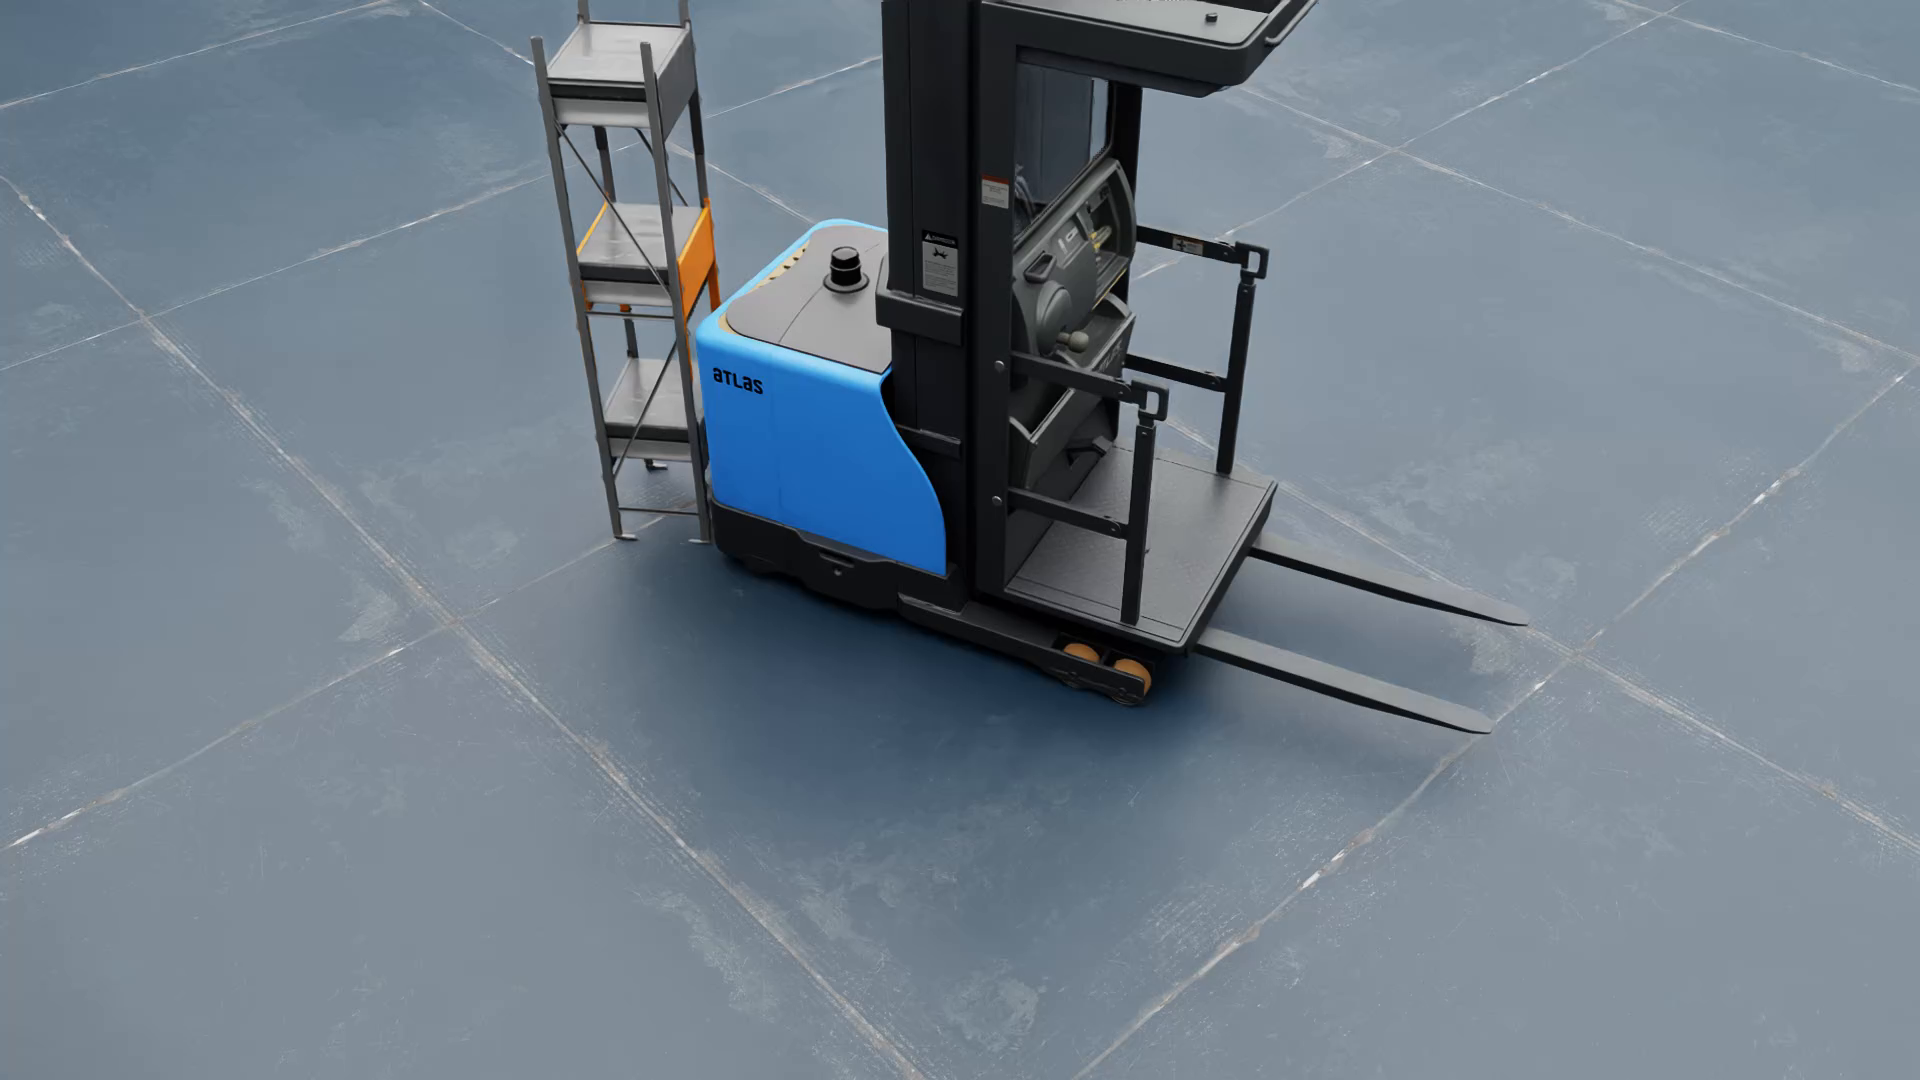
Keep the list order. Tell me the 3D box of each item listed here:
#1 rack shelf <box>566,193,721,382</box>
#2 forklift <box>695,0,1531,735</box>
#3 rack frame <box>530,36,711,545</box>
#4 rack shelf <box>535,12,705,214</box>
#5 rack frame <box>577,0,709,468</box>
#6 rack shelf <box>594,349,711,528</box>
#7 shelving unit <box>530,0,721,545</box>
[{"bbox_3d":[-1.179,-0.958,6.286,0.431,0.518,0.480,4,39,5],"label":"rack shelf"},{"bbox_3d":[0.577,-0.927,5.565,3.031,2.935,1.130,17,42,20],"label":"forklift"},{"bbox_3d":[-1.207,-0.816,6.089,0.400,2.100,0.015,4,39,5],"label":"rack frame"},{"bbox_3d":[-1.179,-1.502,5.847,0.431,0.518,0.480,4,39,5],"label":"rack shelf"},{"bbox_3d":[-1.151,-1.121,6.466,0.400,2.100,0.015,4,39,5],"label":"rack frame"},{"bbox_3d":[-1.179,-0.413,6.726,0.431,0.518,0.480,4,39,5],"label":"rack shelf"},{"bbox_3d":[-1.179,-0.968,6.278,0.431,2.100,0.503,4,39,5],"label":"shelving unit"}]
